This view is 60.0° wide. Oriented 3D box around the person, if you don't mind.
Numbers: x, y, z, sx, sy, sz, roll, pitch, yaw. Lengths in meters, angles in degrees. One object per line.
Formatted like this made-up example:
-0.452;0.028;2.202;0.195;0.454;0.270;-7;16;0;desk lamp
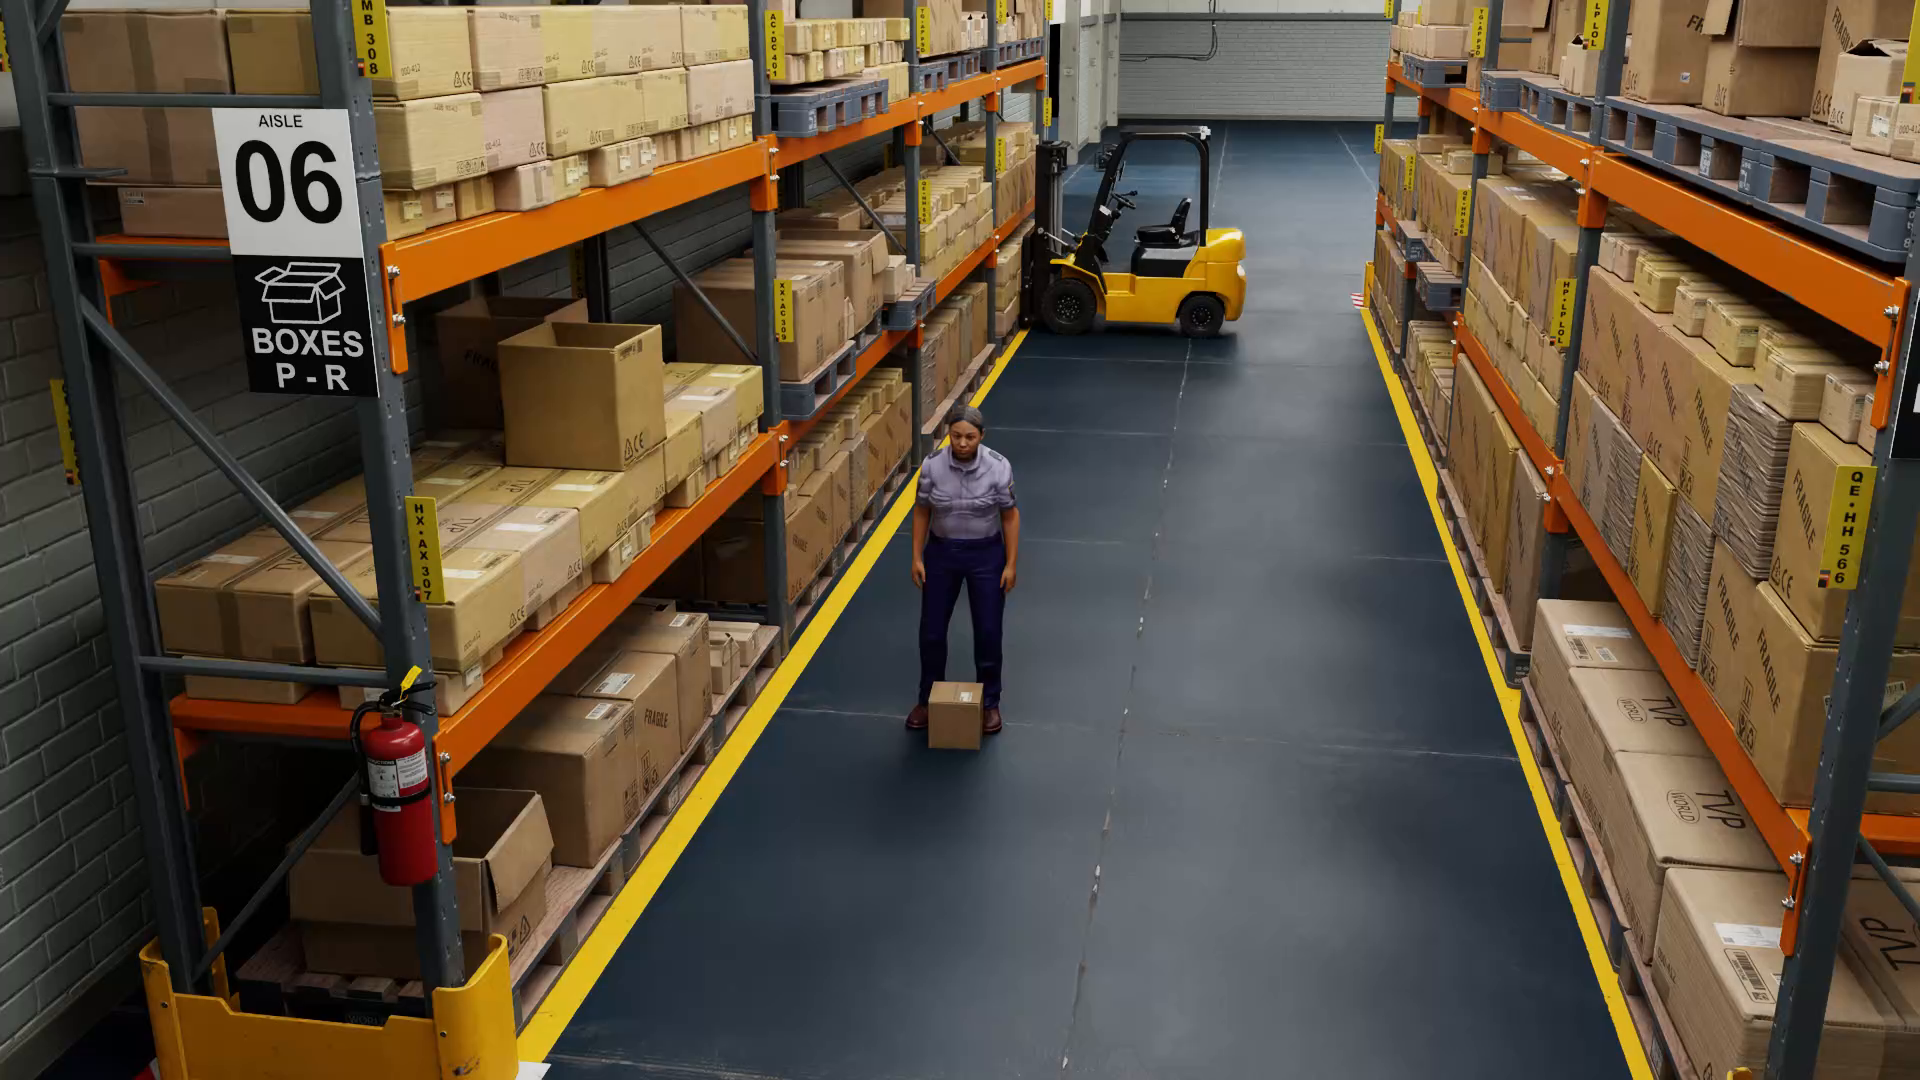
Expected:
0.014;0.131;8.187;0.549;1.637;0.367;3;18;8;person
